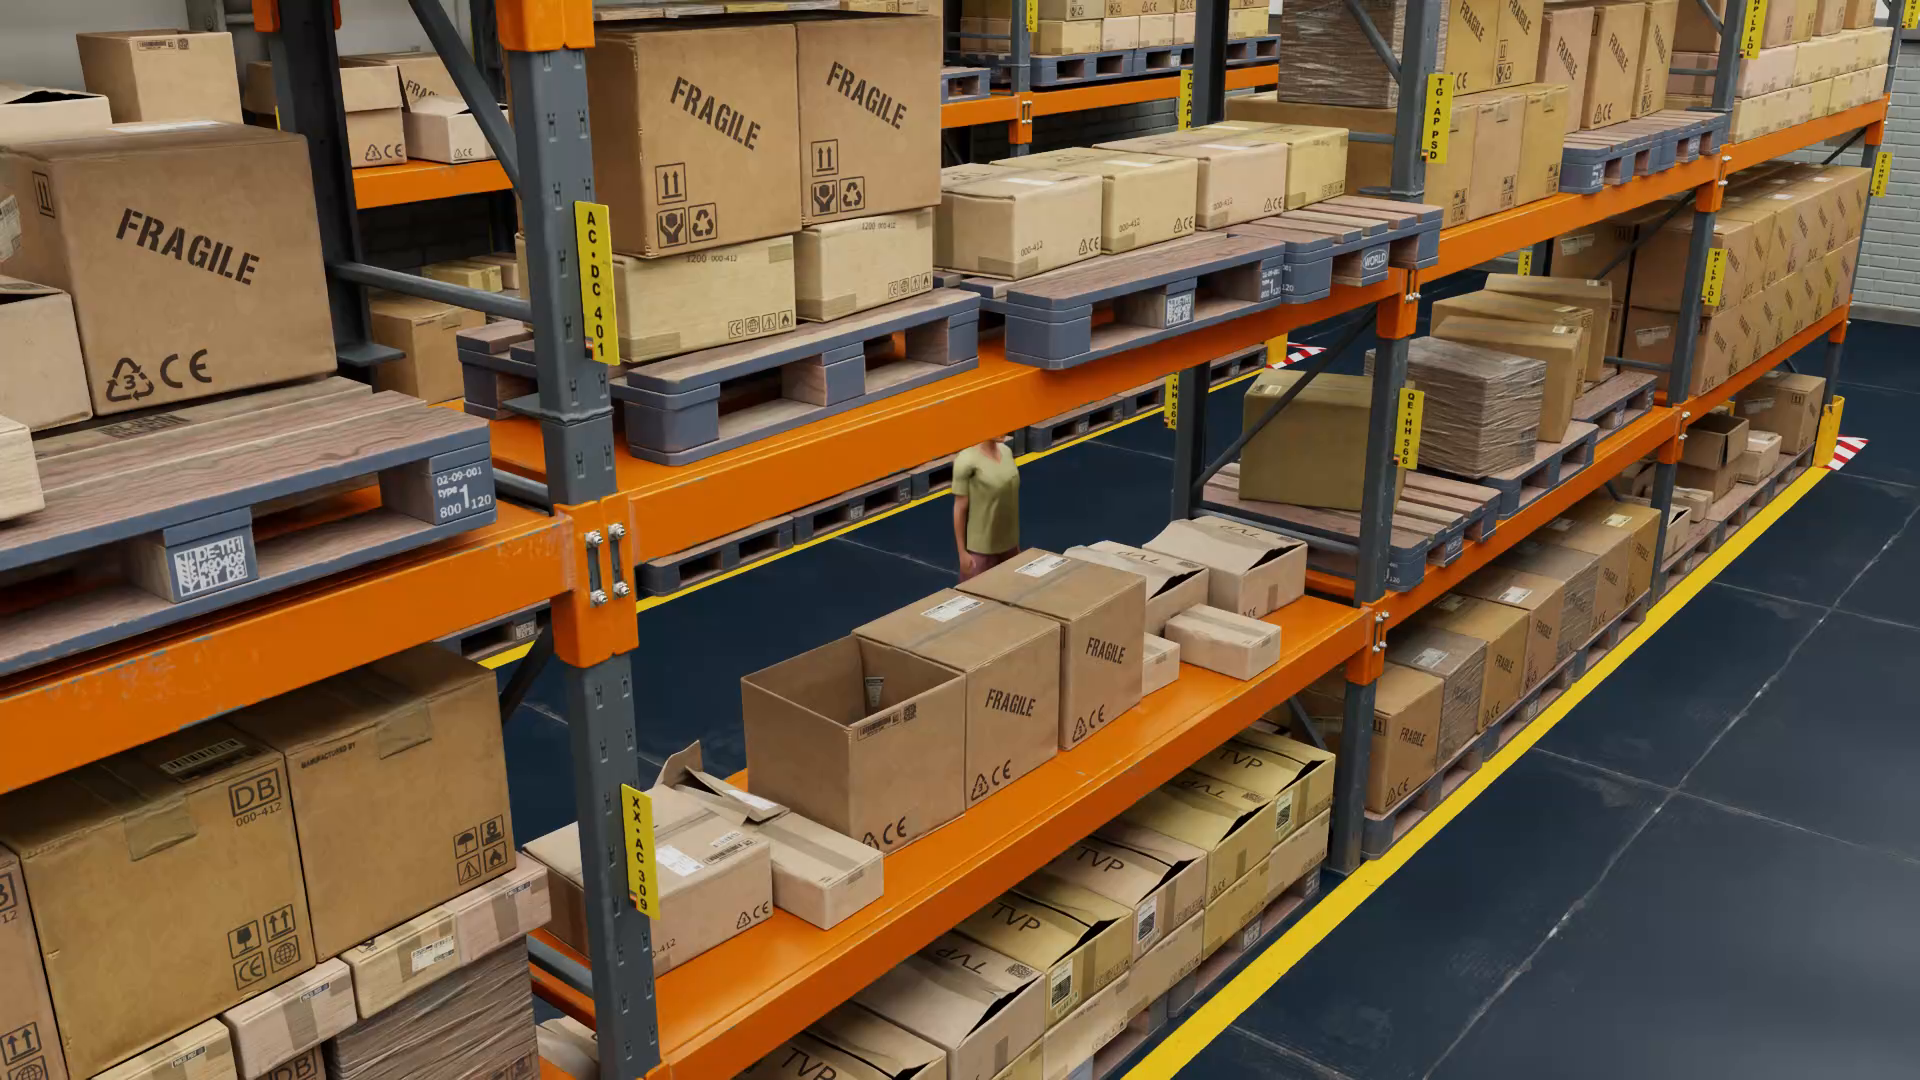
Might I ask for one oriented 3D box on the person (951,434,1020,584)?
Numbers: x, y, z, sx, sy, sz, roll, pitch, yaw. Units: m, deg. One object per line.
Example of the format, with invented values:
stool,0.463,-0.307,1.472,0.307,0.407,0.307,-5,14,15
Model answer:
person,0.160,0.054,8.923,0.509,1.666,0.439,-19,28,-42
